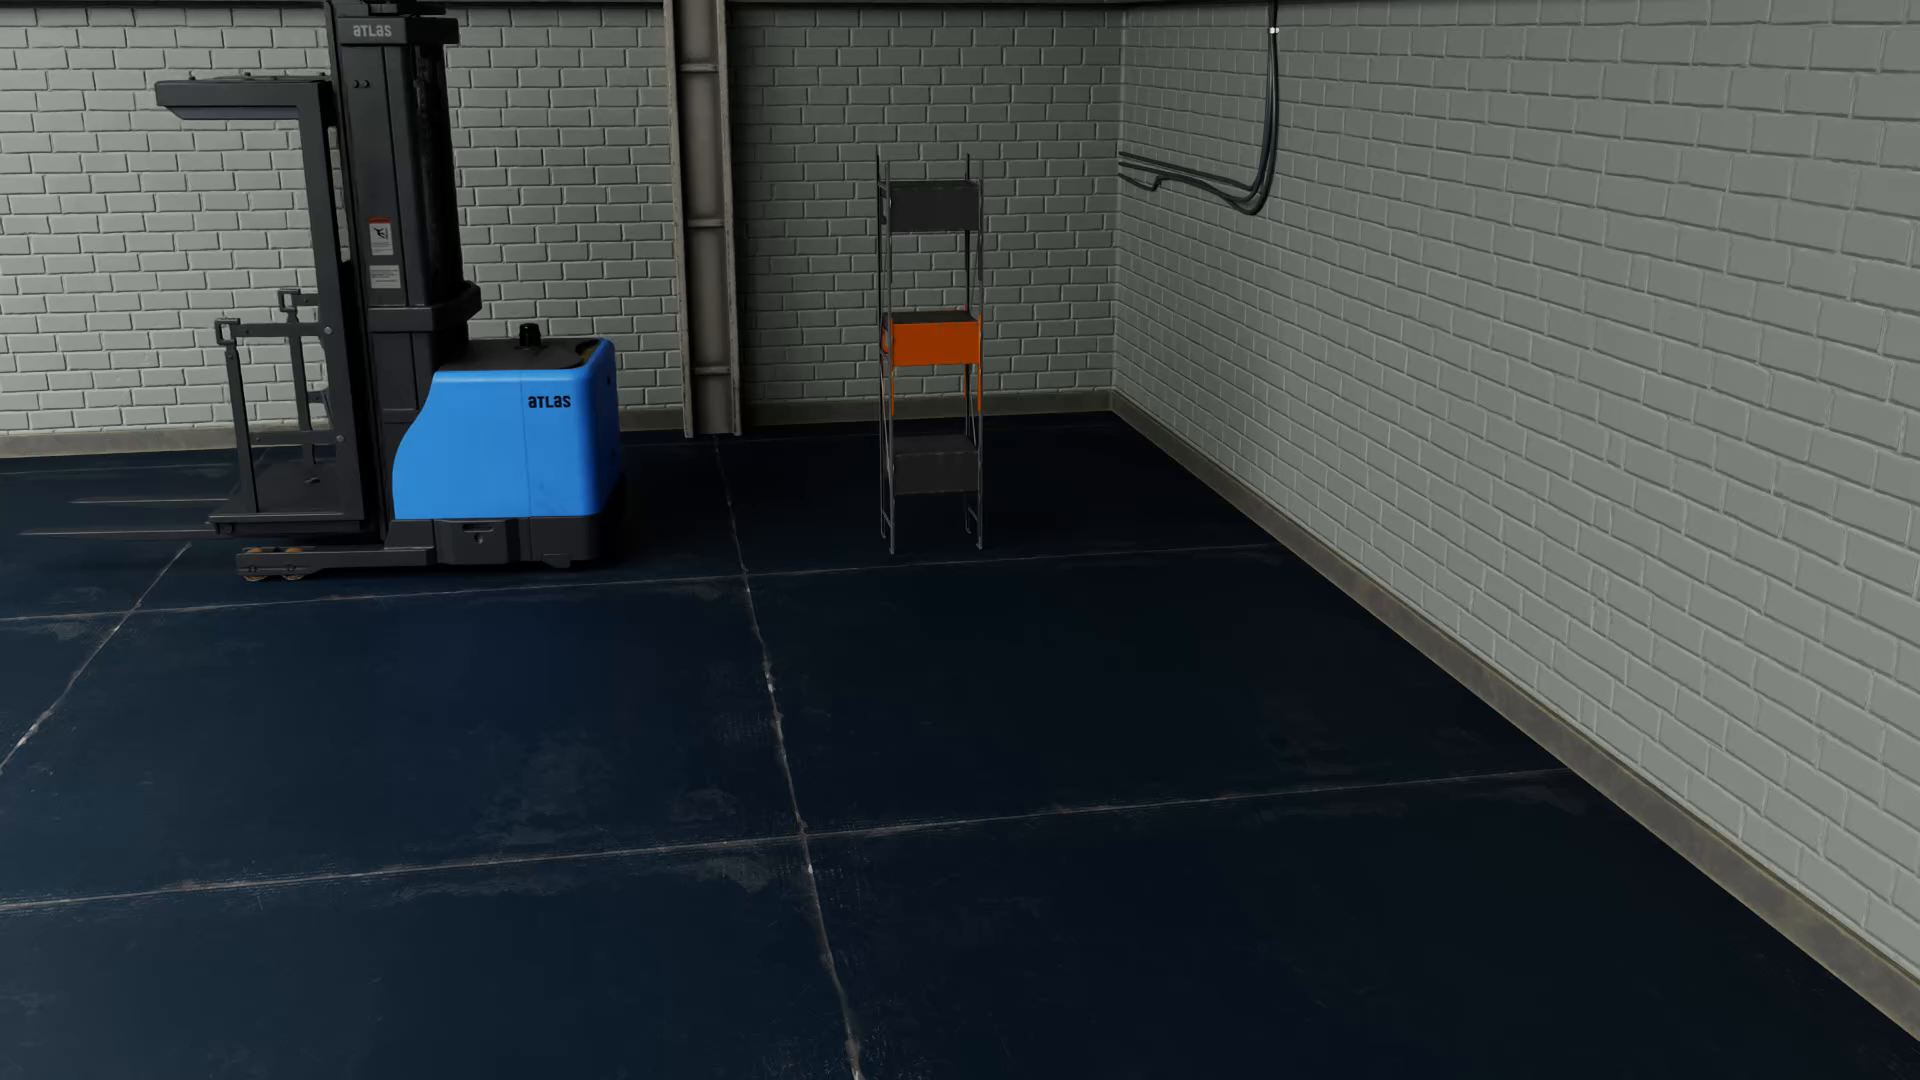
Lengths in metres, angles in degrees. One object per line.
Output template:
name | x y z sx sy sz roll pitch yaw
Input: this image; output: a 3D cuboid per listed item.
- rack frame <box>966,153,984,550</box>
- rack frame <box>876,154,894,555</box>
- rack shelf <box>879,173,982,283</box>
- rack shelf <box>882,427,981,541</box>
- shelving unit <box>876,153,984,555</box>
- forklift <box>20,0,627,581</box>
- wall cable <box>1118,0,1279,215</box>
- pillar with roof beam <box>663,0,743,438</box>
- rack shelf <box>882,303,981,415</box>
rack frame | 0.077 -1.008 9.018 0.015 2.100 0.400 -3 17 -10
rack frame | -0.402 -0.981 8.929 0.015 2.100 0.400 -3 17 -10
rack shelf | -0.163 -1.651 8.772 0.480 0.518 0.431 -3 17 -10
rack shelf | -0.163 -0.312 9.183 0.480 0.518 0.431 -3 17 -10
shelving unit | -0.163 -0.995 8.974 0.503 2.100 0.431 -3 17 -10
forklift | -3.409 -1.349 8.712 3.031 2.935 1.130 -1 17 -4
wall cable | 1.387 -3.372 10.252 0.112 2.526 3.097 -3 17 -10
pillar with roof beam | -0.940 -3.832 6.463 0.400 9.000 9.100 -3 17 -10
rack shelf | -0.163 -0.981 8.978 0.480 0.518 0.431 -3 17 -10
